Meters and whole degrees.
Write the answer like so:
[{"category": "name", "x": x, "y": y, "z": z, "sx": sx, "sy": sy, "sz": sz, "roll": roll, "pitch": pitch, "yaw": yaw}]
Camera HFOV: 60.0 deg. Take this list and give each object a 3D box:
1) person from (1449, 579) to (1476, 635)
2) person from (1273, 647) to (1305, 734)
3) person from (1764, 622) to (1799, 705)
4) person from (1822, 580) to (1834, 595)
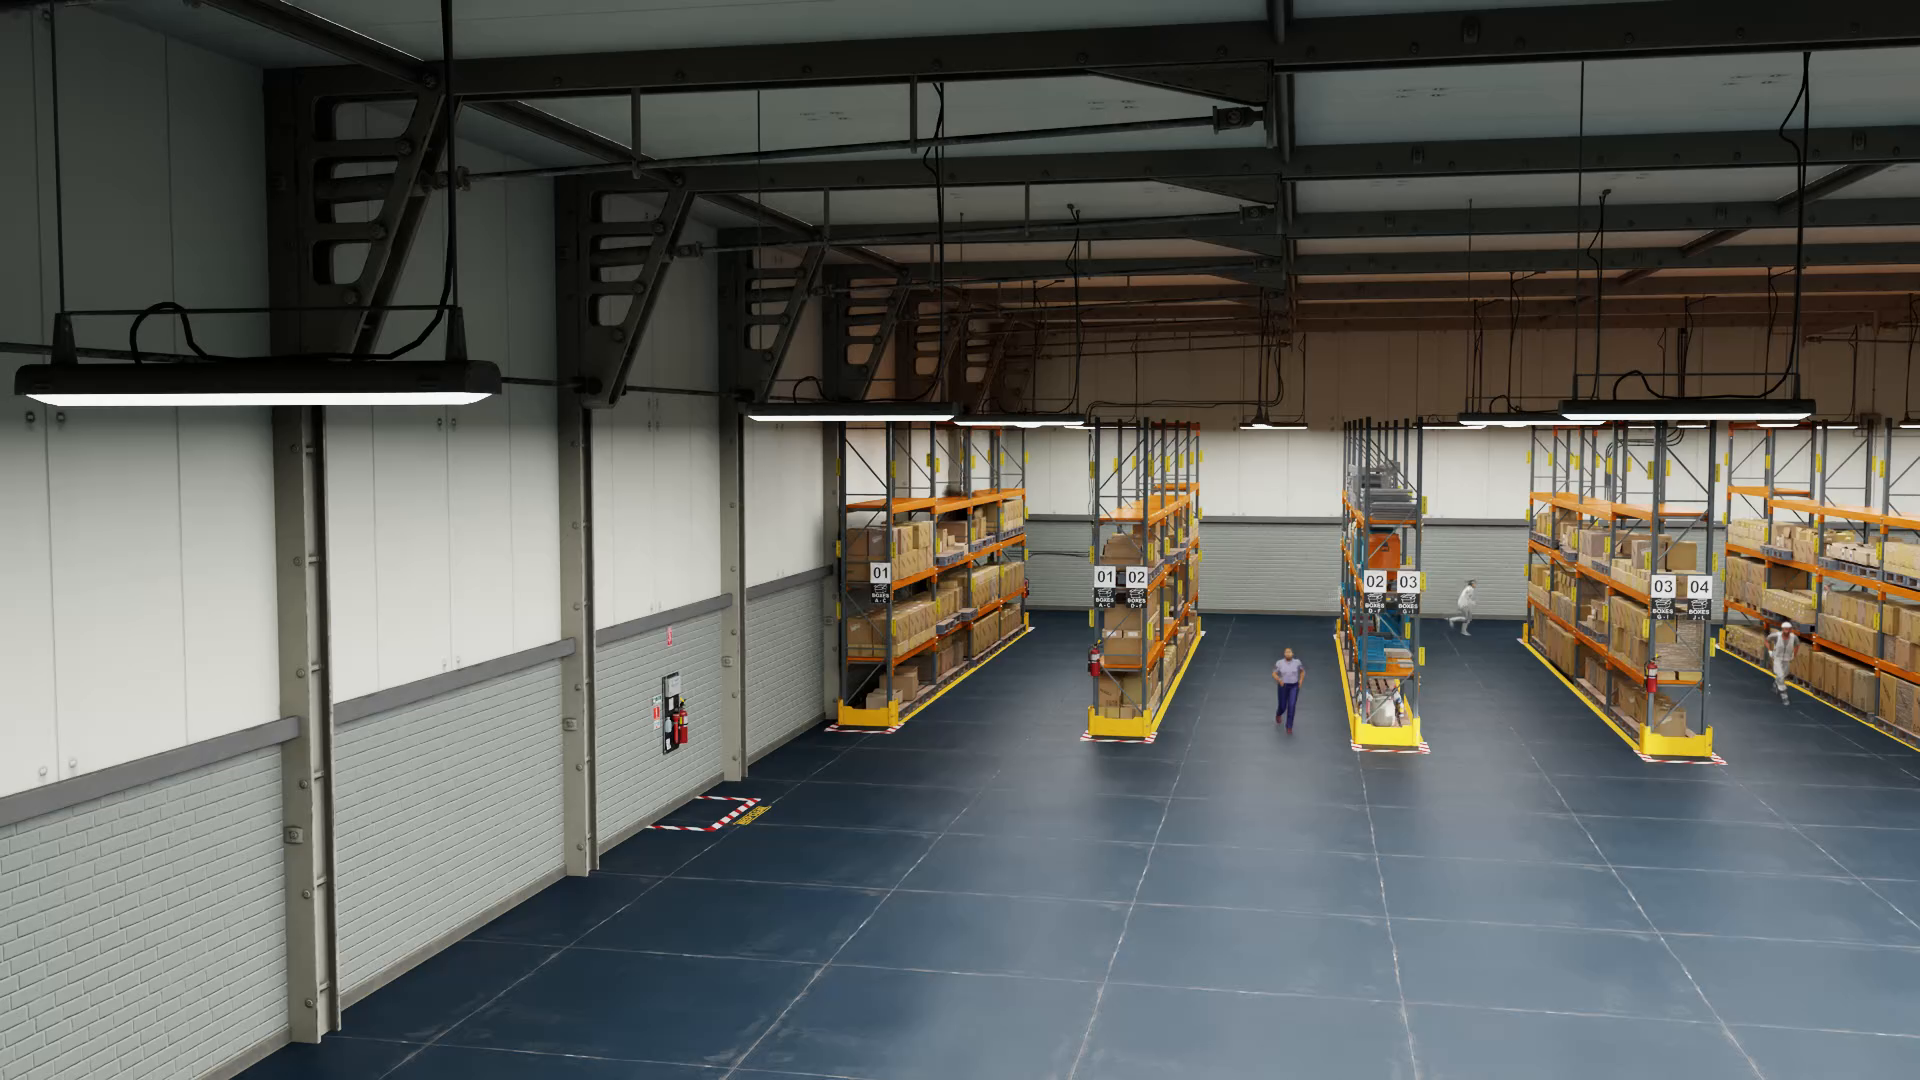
[{"category": "person", "x": 14.238, "y": 1.886, "z": 47.093, "sx": 0.738, "sy": 1.623, "sz": 0.611, "roll": 1, "pitch": 4, "yaw": 12}, {"category": "person", "x": 6.306, "y": 2.866, "z": 31.880, "sx": 0.621, "sy": 1.634, "sz": 0.757, "roll": 1, "pitch": 4, "yaw": 8}, {"category": "person", "x": 17.417, "y": 2.588, "z": 35.305, "sx": 0.670, "sy": 1.780, "sz": 0.996, "roll": 1, "pitch": 4, "yaw": 12}, {"category": "person", "x": 23.852, "y": 1.933, "z": 45.803, "sx": 0.549, "sy": 1.654, "sz": 0.614, "roll": -1, "pitch": 4, "yaw": -14}]
